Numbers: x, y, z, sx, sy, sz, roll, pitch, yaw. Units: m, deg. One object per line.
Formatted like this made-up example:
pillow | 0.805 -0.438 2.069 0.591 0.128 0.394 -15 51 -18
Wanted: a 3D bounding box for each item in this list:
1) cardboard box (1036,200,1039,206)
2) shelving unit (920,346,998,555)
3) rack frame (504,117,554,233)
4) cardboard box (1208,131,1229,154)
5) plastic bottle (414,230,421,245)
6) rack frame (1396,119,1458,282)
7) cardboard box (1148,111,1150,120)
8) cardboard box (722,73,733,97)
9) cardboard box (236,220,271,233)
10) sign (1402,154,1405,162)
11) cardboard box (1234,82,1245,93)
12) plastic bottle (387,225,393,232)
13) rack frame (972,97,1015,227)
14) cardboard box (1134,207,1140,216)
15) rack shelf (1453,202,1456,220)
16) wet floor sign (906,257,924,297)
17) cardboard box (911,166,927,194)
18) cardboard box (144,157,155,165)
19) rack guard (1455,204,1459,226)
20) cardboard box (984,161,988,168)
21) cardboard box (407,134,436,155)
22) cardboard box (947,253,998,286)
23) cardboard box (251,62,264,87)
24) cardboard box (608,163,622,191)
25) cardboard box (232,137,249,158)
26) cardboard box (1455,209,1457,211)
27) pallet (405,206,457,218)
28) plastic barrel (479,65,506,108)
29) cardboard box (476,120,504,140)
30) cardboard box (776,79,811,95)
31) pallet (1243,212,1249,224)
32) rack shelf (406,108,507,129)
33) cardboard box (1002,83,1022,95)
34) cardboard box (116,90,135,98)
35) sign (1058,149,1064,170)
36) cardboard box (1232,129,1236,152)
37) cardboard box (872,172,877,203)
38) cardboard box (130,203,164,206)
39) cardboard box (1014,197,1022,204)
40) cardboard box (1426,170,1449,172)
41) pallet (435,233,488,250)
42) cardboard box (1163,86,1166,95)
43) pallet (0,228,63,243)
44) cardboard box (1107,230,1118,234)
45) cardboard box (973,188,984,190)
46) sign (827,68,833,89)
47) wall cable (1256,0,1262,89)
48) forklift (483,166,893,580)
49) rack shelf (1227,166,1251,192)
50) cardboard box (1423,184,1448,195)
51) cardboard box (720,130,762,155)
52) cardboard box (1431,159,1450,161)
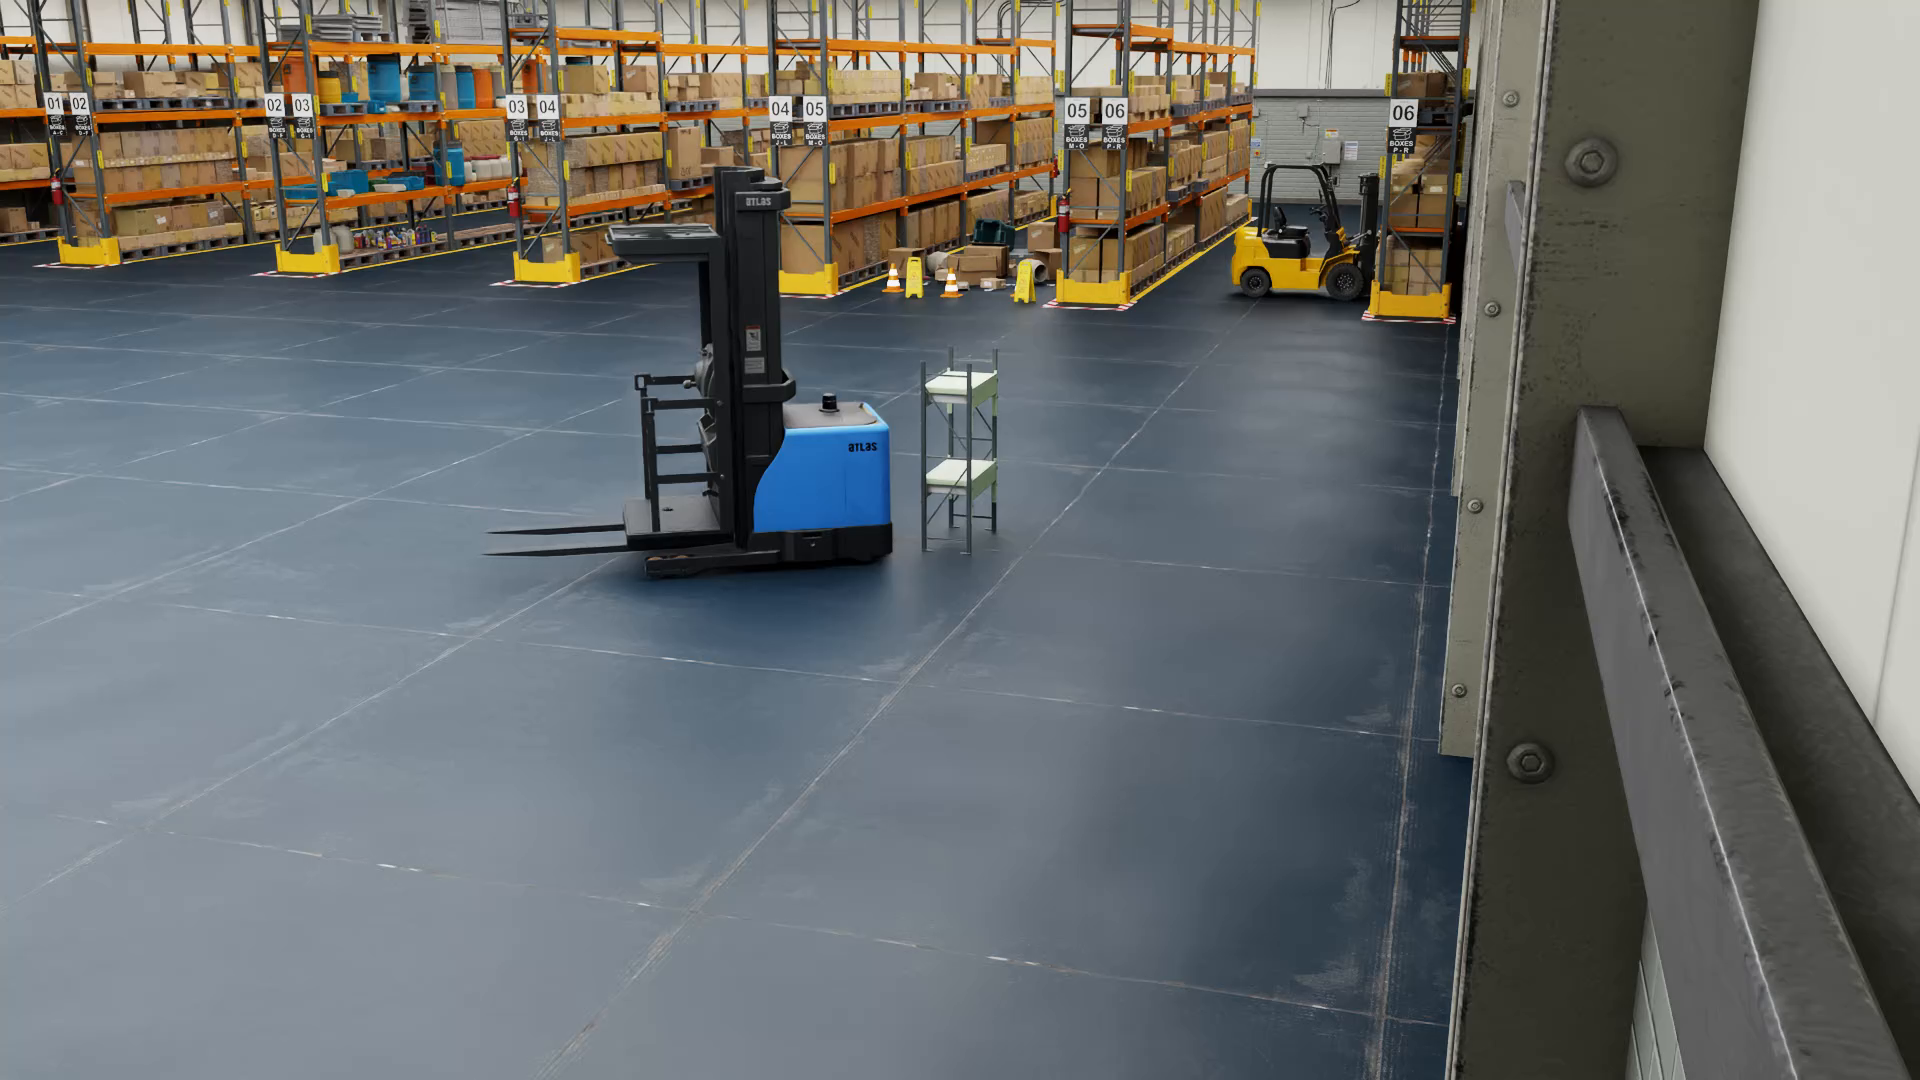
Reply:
cardboard box | 1.749 -8.369 41.246 0.380 0.149 0.250 5 17 17
shelving unit | -0.002 -0.720 13.119 0.431 1.500 0.755 5 16 16
rack frame | -9.842 -8.530 37.905 1.000 3.000 0.127 5 16 16
cardboard box | 5.658 -8.817 36.901 0.500 0.500 0.500 5 17 18
plastic bottle | -10.947 -6.101 33.515 0.061 0.283 0.133 6 17 20
rack frame | 8.031 -5.947 28.799 1.000 3.000 0.127 5 16 16
cardboard box | 3.013 -7.217 28.241 0.380 0.149 0.250 5 17 17
cardboard box | -5.125 -9.598 35.076 0.500 0.500 0.500 5 16 16
cardboard box | -15.375 -6.834 36.196 0.500 0.250 0.500 4 16 15
sign | 8.645 -7.552 32.481 0.100 0.325 0.005 5 16 16
cardboard box | 6.640 -10.967 40.321 0.500 0.250 0.500 3 16 11
plastic bottle | -11.606 -6.242 33.886 0.144 0.351 0.185 5 17 17
rack frame | 0.770 -8.781 38.792 1.000 3.000 0.127 5 16 16
cardboard box | 2.757 -5.429 27.435 0.380 0.149 0.250 5 17 17
rack shelf | 8.600 -6.124 30.742 1.077 0.370 4.000 5 16 16
wet floor sign | -0.750 -4.348 27.476 0.267 0.644 0.232 2 16 6
cardboard box | -0.953 -6.985 32.276 0.500 0.500 0.500 5 17 16
cardboard box | -16.254 -7.538 33.038 0.380 0.149 0.250 4 16 14
rack guard | 11.420 -7.864 40.138 1.175 0.500 0.348 5 16 16
cardboard box | 0.404 -8.332 36.900 0.380 0.149 0.250 4 16 14
cardboard box | -13.803 -10.105 42.506 0.700 0.500 0.500 -1 16 -3
cardboard box | 0.206 -4.739 29.116 0.797 0.503 0.637 -7 17 -23
cardboard box | -15.374 -10.111 36.115 0.500 0.500 0.500 6 17 21
cardboard box | -6.821 -6.783 31.019 0.875 0.500 0.500 5 16 16
cardboard box | -18.517 -10.009 42.355 0.500 0.500 0.500 5 17 17
cardboard box | 10.449 -6.888 35.928 0.500 0.500 0.500 5 16 16
pallet | -13.649 -8.404 42.573 1.003 0.211 1.213 5 16 16
plastic barrel | -10.284 -10.016 36.729 0.600 0.901 0.600 0 16 0
cardboard box | -12.611 -10.997 44.587 0.500 0.500 0.500 5 17 18
cardboard box | -2.769 -7.556 27.750 0.500 0.250 0.500 5 17 17
pallet | 6.529 -7.913 40.843 1.003 0.211 1.213 5 16 16
rack shelf | -10.411 -9.104 35.749 1.077 0.370 4.000 5 16 16
cardboard box | 1.137 -10.500 38.713 0.500 0.250 0.500 5 17 18
cardboard box | -16.360 -8.708 32.470 0.380 0.149 0.250 5 16 16
sign | 1.608 -6.042 26.432 0.100 0.325 0.005 5 16 16
cardboard box | 6.062 -9.190 38.218 0.500 0.500 0.500 4 16 15
cardboard box | -1.998 -6.385 30.069 0.875 0.550 0.550 5 16 16
cardboard box | -16.583 -6.619 34.063 0.500 0.500 0.500 5 16 16
cardboard box | 1.278 -8.179 40.035 0.380 0.149 0.250 4 16 14
cardboard box | 7.447 -5.675 25.922 0.380 0.149 0.250 5 17 16
pallet | -10.793 -6.350 35.331 1.003 0.211 1.213 5 16 16
cardboard box | 3.390 -7.863 29.056 0.380 0.149 0.250 4 16 14
pallet | -20.635 -6.732 36.676 1.003 0.211 1.213 5 16 16
cardboard box | 2.407 -5.022 28.435 0.500 0.500 0.500 4 16 15
cardboard box | 0.307 -7.969 38.364 0.500 0.250 0.500 4 16 13
sign | -2.110 -7.499 27.026 0.100 0.325 0.005 5 16 16
wall cable | 8.028 -13.866 45.726 0.463 3.000 0.029 5 16 16
forklift | -2.090 -1.276 12.457 3.031 2.935 1.130 -4 16 -13
rack shelf | 6.113 -8.601 39.474 1.077 0.370 4.000 5 16 16
cardboard box | 7.240 -5.329 25.249 0.380 0.149 0.250 4 16 14
cardboard box | -4.870 -8.867 37.071 0.797 0.503 0.637 5 17 18
cardboard box | 9.269 -7.253 32.031 0.380 0.149 0.250 5 17 18
